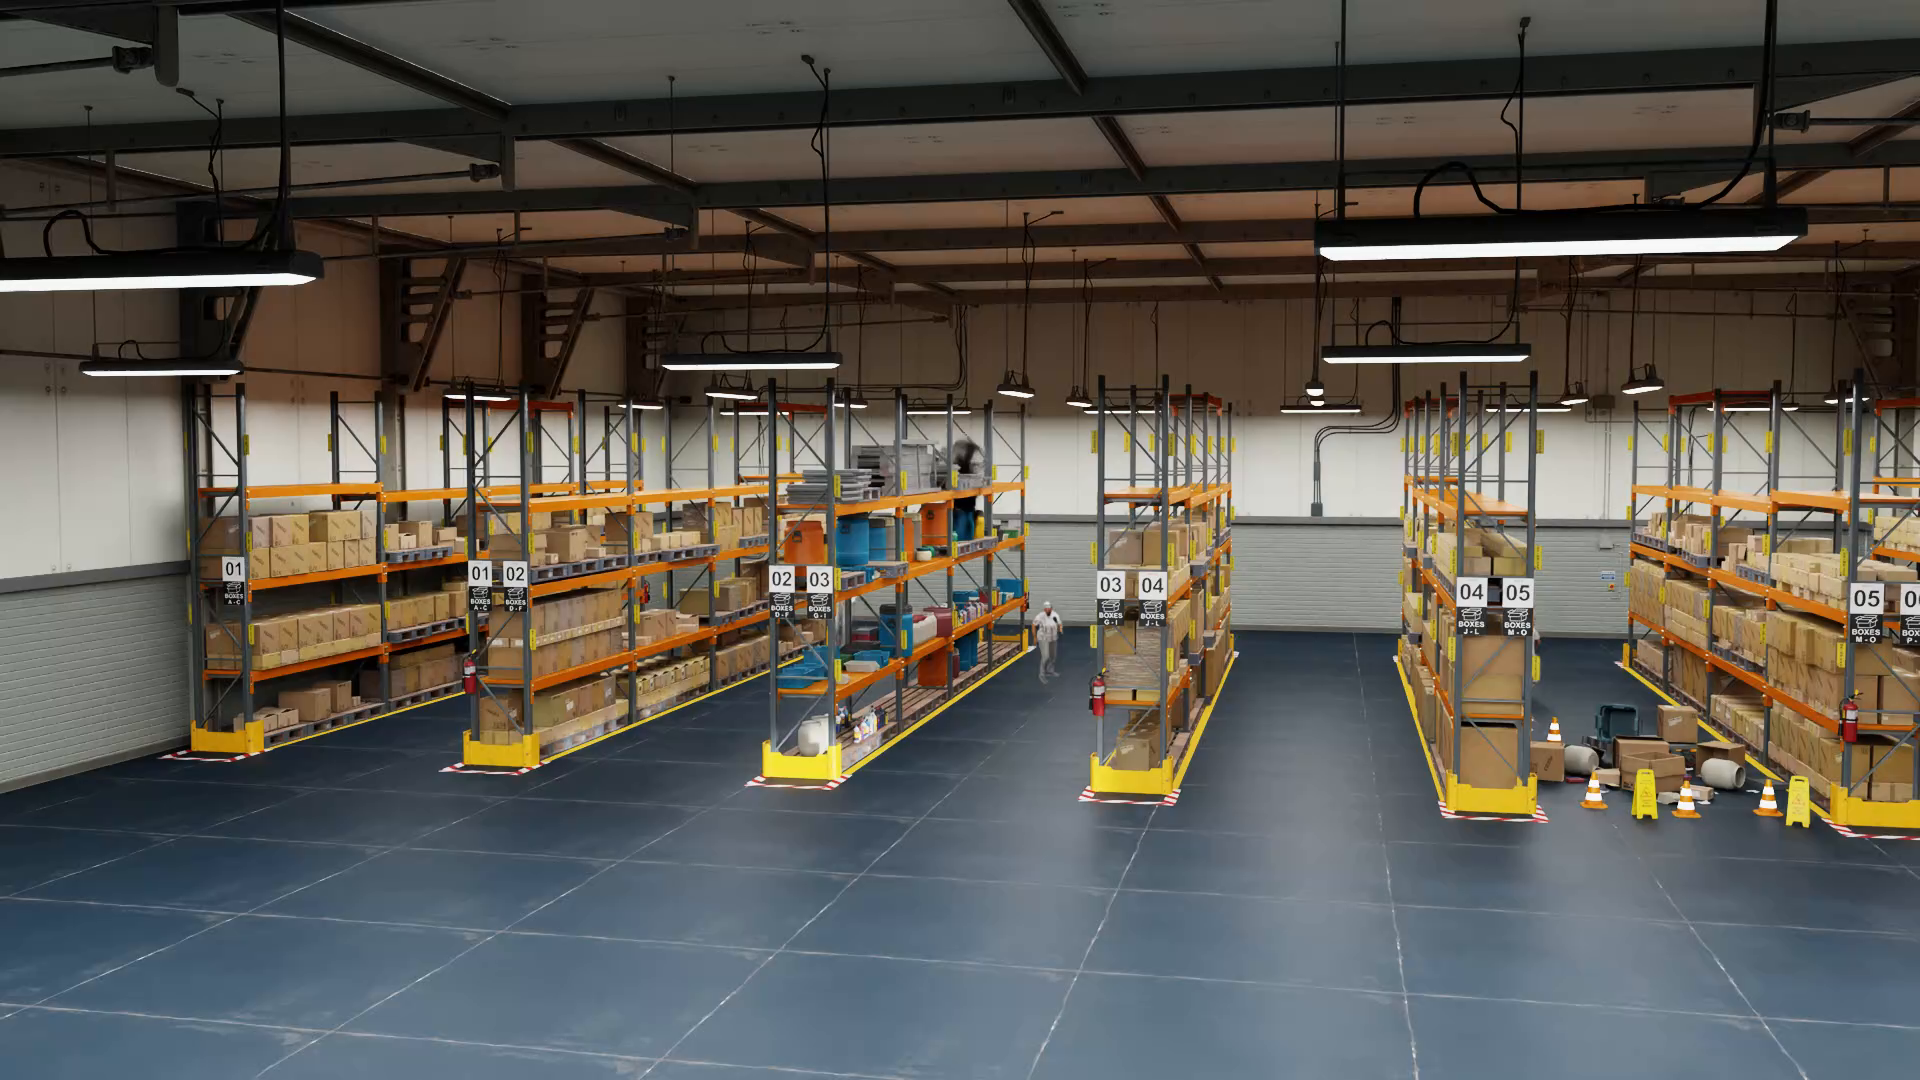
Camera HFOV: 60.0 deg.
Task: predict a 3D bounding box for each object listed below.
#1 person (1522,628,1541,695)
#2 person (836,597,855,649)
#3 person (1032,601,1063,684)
[{"bbox_3d":[11.288,2.305,33.121,0.575,1.622,0.688,0,3,2],"label":"person"},{"bbox_3d":[-2.707,1.708,37.584,0.695,1.844,0.756,0,3,3],"label":"person"},{"bbox_3d":[1.810,2.052,33.443,0.649,1.667,0.800,-2,4,-28],"label":"person"}]
